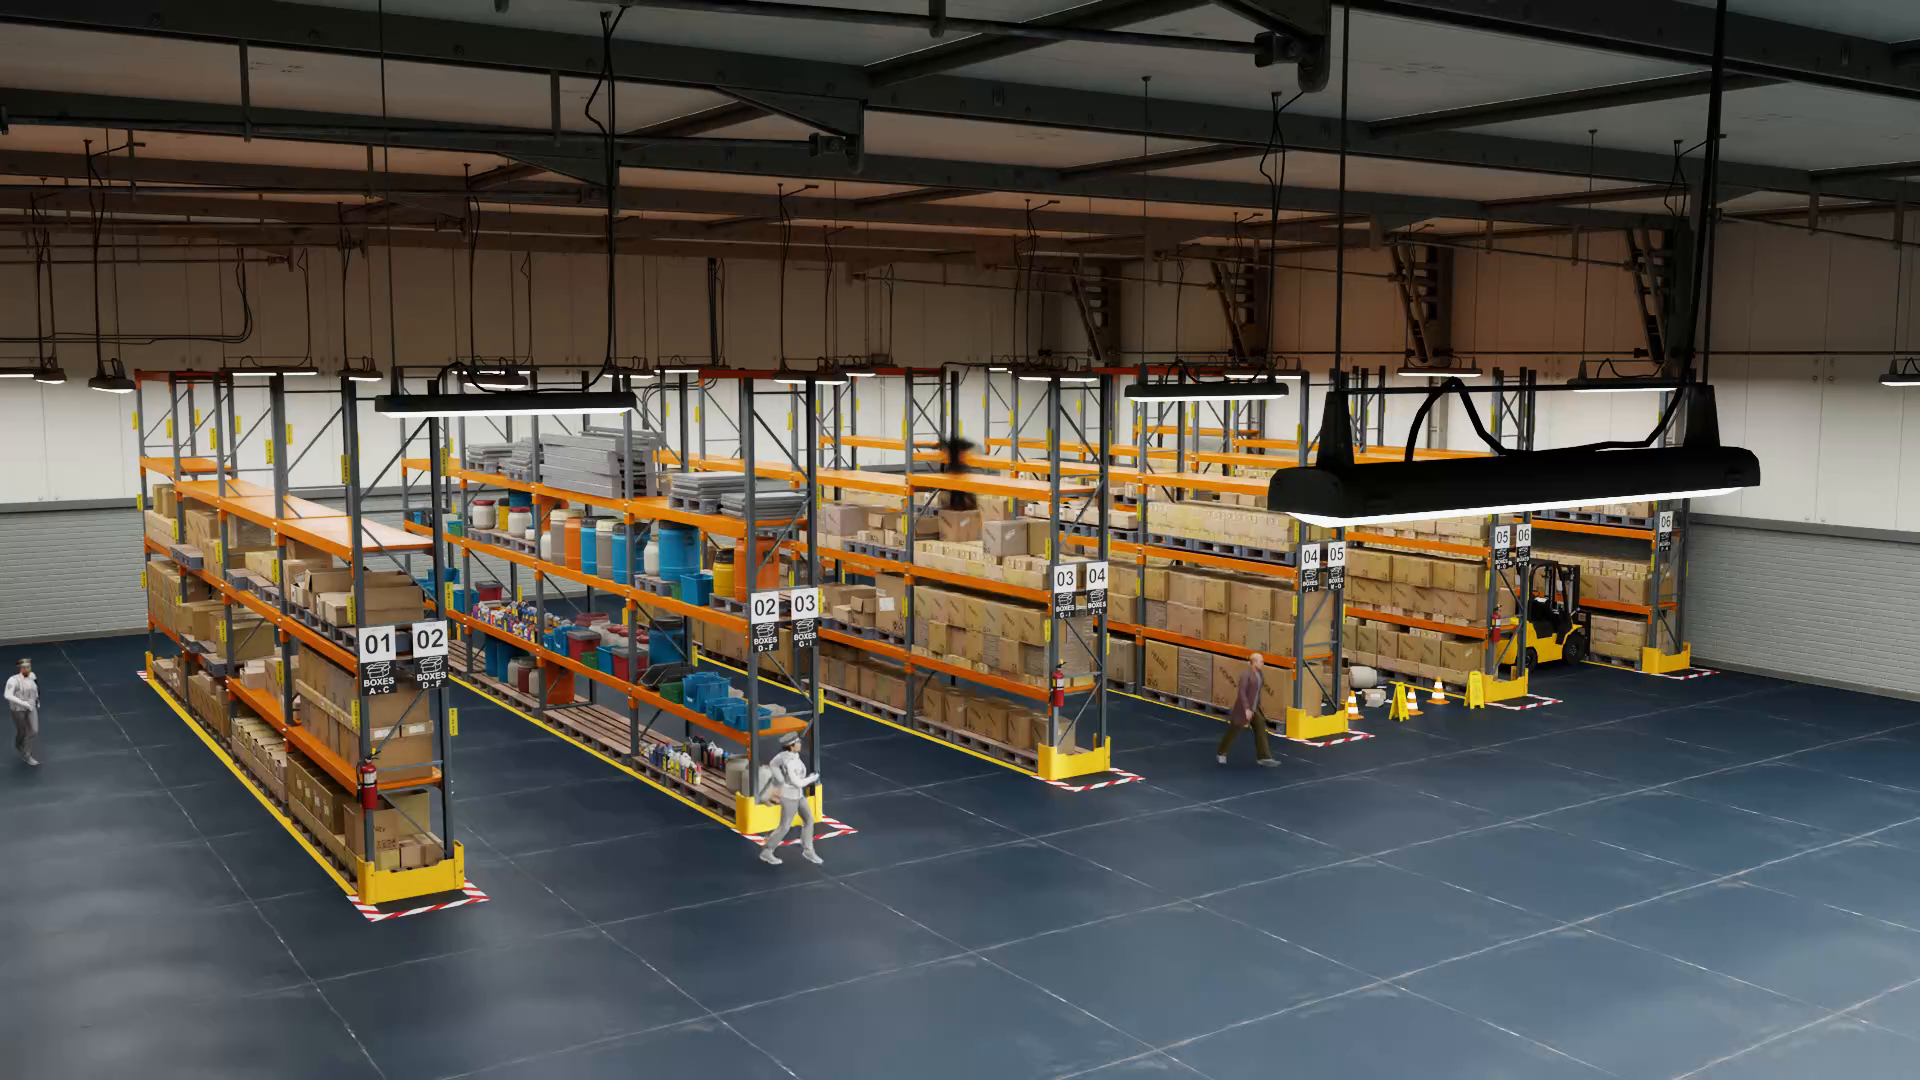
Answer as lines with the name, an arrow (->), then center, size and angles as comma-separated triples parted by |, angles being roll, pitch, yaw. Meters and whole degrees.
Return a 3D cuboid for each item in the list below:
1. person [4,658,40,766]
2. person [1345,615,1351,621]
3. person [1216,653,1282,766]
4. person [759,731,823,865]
person -> -14.499, 2.619, 25.679 | 0.790, 1.665, 0.595 | 5, 8, 37
person -> 8.504, 1.484, 35.854 | 0.736, 1.641, 0.574 | 6, 9, 44
person -> 4.429, 2.591, 25.515 | 0.950, 1.738, 0.748 | 5, 8, 39
person -> -2.080, 3.188, 20.373 | 0.779, 1.736, 0.589 | 0, 6, -4
